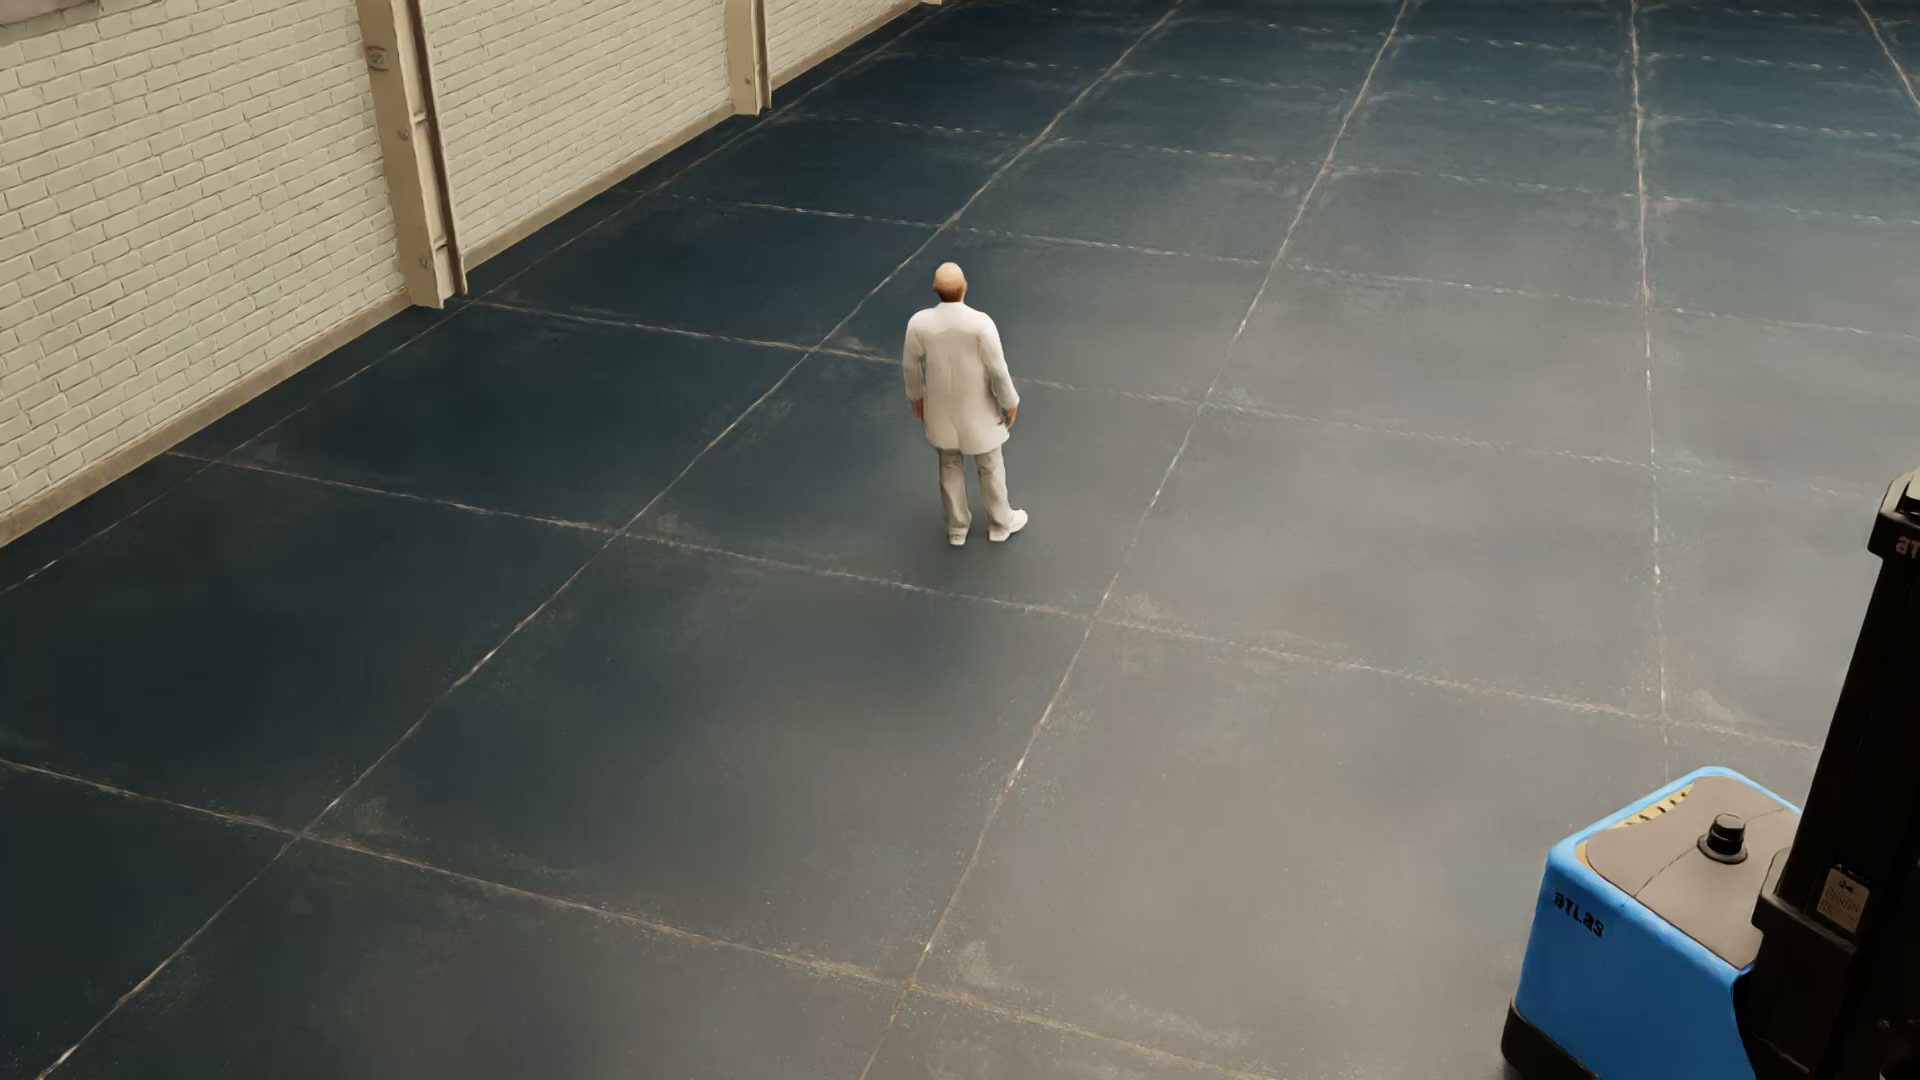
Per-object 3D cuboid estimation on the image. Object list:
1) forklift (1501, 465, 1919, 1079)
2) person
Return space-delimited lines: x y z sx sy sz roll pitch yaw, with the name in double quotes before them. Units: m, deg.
"forklift" 3.325 1.252 4.940 1.130 2.935 3.031 -18 34 -28
"person" 0.034 -0.821 9.726 0.694 1.776 0.579 10 31 16
